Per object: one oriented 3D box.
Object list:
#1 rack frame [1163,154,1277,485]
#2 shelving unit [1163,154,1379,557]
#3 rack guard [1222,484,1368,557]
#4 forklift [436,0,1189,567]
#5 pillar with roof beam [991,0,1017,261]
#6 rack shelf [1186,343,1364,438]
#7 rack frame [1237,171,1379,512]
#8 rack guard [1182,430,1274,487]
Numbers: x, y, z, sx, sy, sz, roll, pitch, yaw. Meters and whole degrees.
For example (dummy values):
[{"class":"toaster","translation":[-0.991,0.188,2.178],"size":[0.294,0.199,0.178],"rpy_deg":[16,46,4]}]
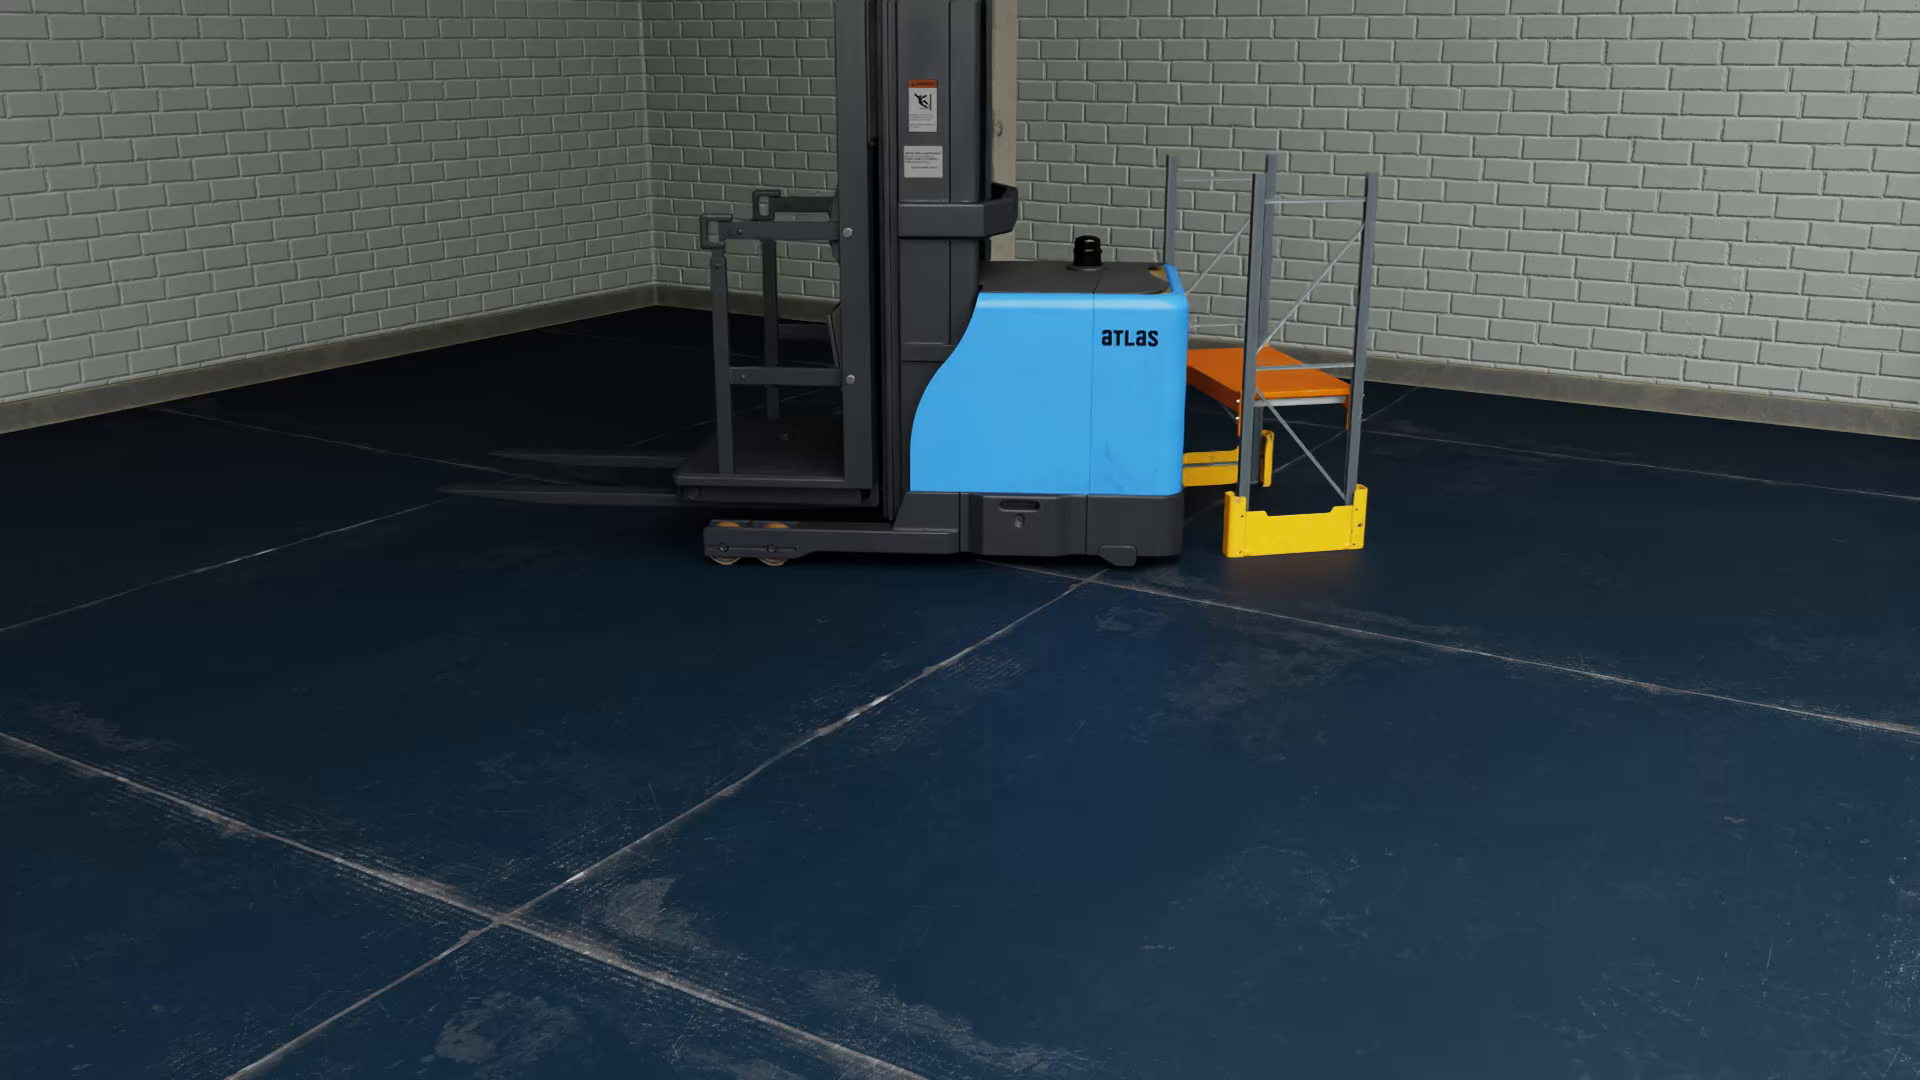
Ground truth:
[{"class":"rack frame","translation":[1.146,-0.967,7.483],"size":[0.500,1.500,0.032],"rpy_deg":[-3,17,-11]},{"class":"shelving unit","translation":[1.251,-0.819,6.998],"size":[0.587,1.500,1.083],"rpy_deg":[-3,17,-11]},{"class":"rack guard","translation":[1.352,-0.079,6.713],"size":[0.587,0.250,0.087],"rpy_deg":[-3,17,-11]},{"class":"forklift","translation":[-0.604,-1.453,6.622],"size":[3.031,2.935,1.130],"rpy_deg":[1,17,4]},{"class":"pillar with roof beam","translation":[-2.133,-4.577,6.465],"size":[0.400,9.000,9.100],"rpy_deg":[10,20,30]},{"class":"rack shelf","translation":[1.249,-0.650,7.059],"size":[0.538,0.185,1.000],"rpy_deg":[-3,17,-11]},{"class":"rack frame","translation":[1.353,-0.677,6.530],"size":[0.500,1.500,0.032],"rpy_deg":[-3,17,-11]},{"class":"rack guard","translation":[1.150,-0.363,7.646],"size":[0.587,0.250,0.087],"rpy_deg":[-3,17,-11]}]
